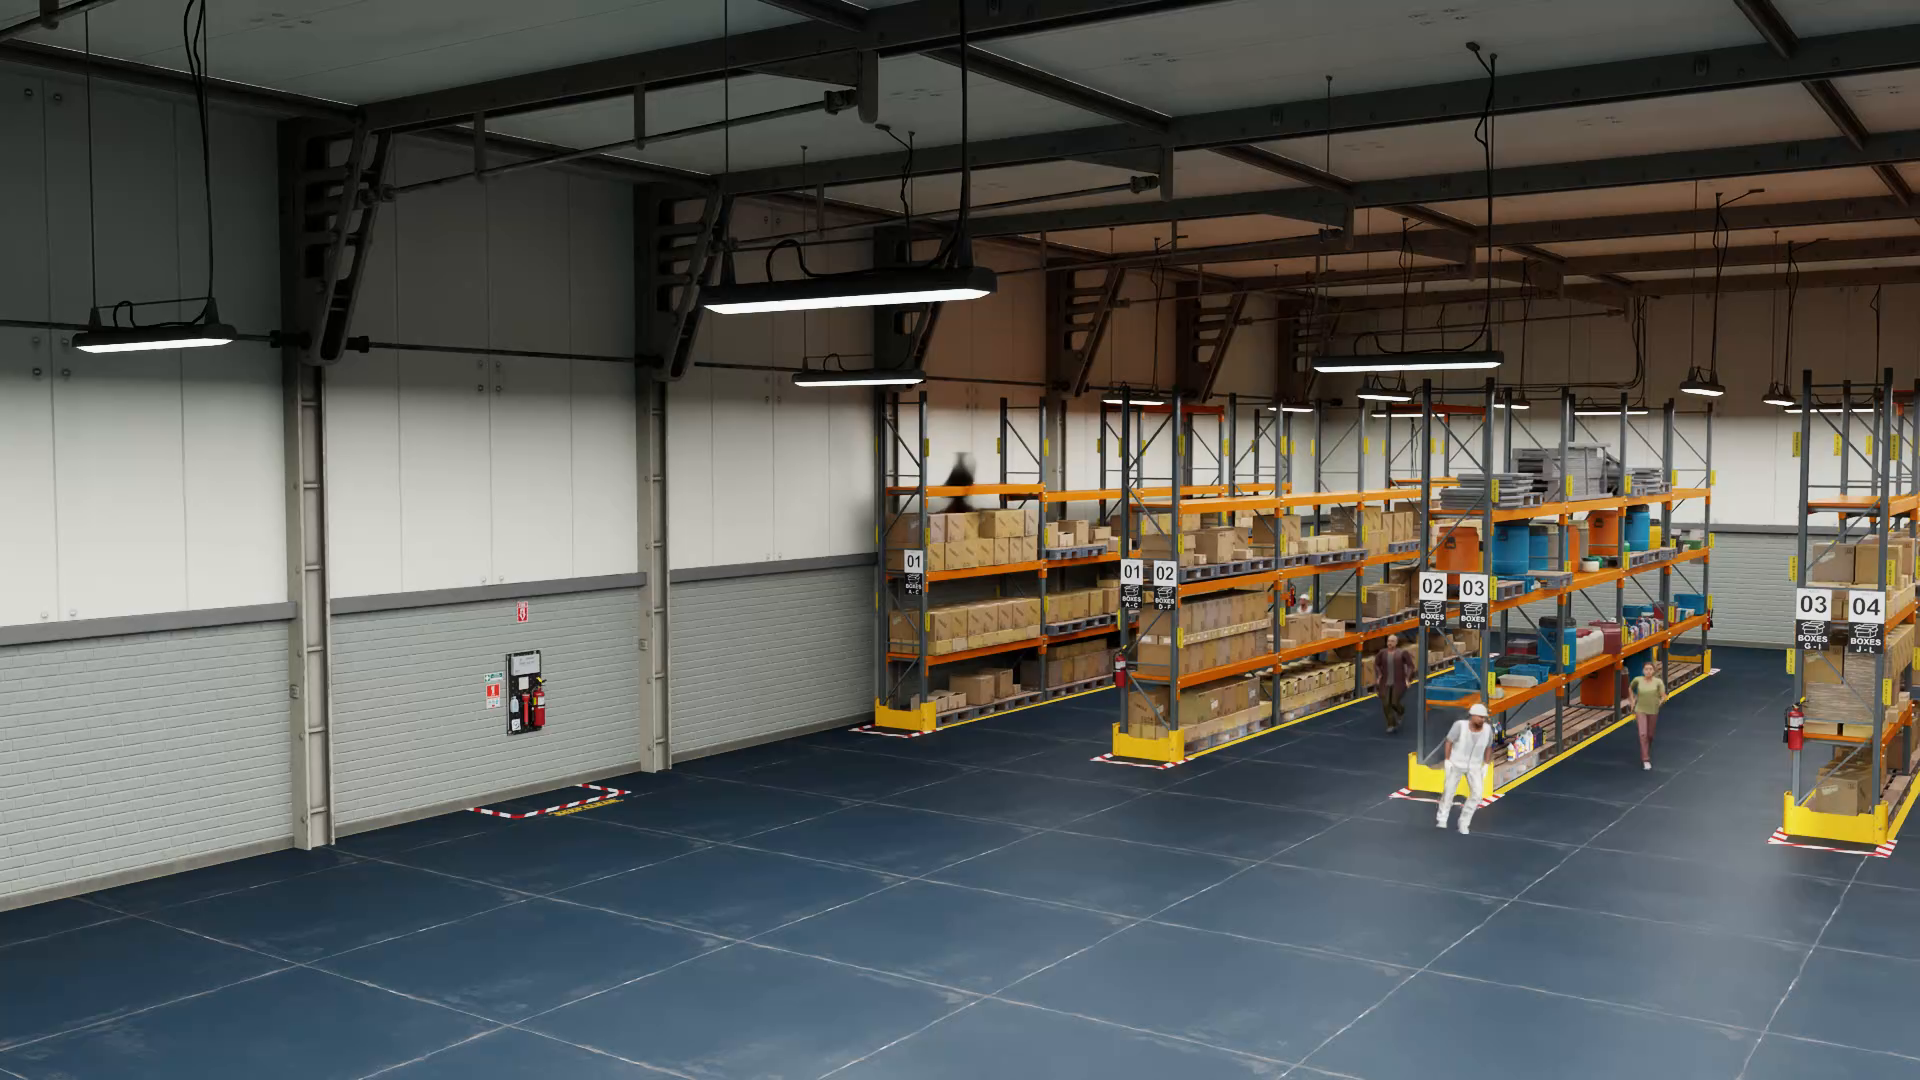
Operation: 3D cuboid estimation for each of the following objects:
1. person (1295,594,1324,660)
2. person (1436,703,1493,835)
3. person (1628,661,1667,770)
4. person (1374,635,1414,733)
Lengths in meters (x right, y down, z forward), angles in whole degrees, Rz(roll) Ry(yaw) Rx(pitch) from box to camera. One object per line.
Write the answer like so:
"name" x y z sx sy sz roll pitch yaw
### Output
"person" 7.701 2.079 37.043 0.684 1.735 0.656 3 4 43
"person" 6.589 2.950 21.641 0.674 1.706 0.671 0 3 0
"person" 10.819 2.723 26.180 0.542 1.663 0.933 1 3 15
"person" 7.613 2.522 29.244 0.701 1.724 0.662 2 4 27
